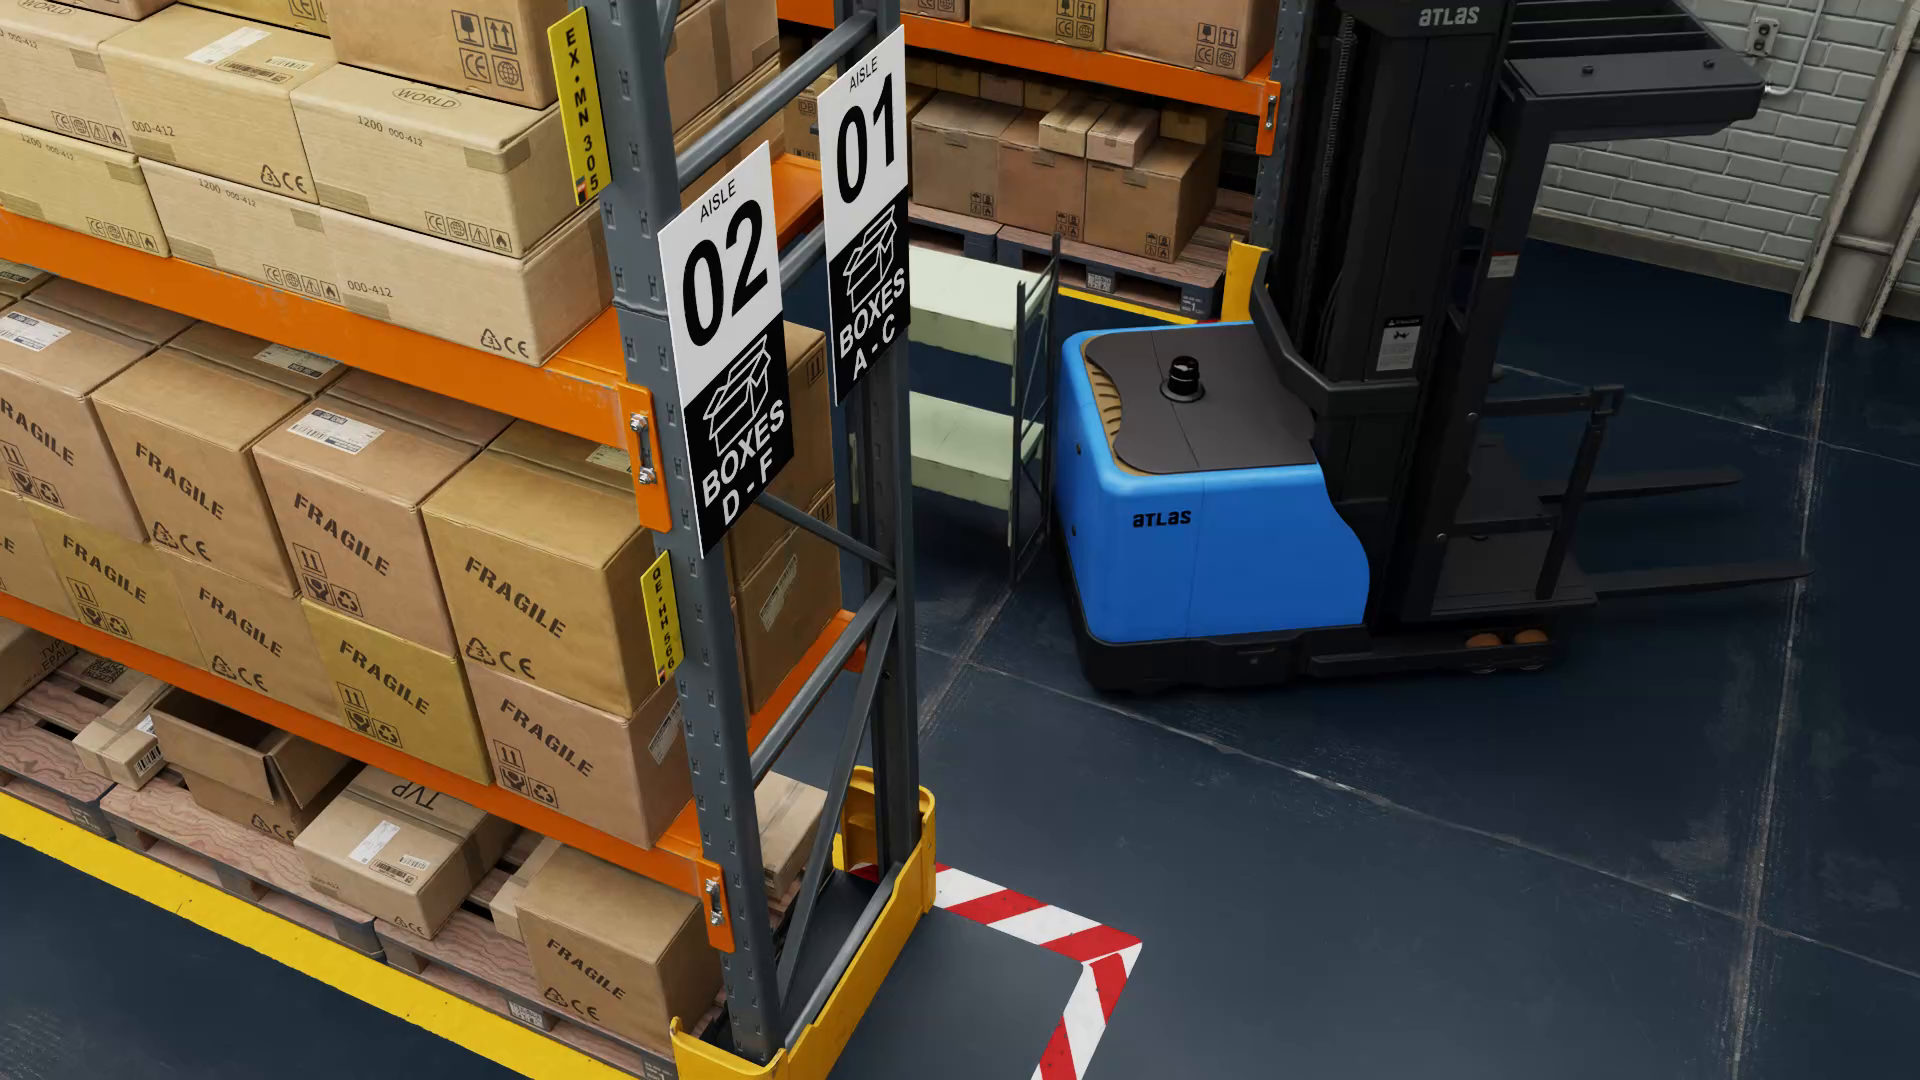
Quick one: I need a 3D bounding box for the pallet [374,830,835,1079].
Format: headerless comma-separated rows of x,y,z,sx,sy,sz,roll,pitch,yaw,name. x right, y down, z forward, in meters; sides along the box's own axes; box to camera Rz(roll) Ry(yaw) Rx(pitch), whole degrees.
-1.187,1.220,5.682,1.213,0.211,1.003,17,44,19,pallet

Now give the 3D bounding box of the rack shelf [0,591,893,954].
-2.208,0.125,5.365,4.000,0.370,1.077,17,44,19,rack shelf

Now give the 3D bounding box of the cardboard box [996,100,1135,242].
0.565,-2.021,8.880,0.500,0.500,0.700,17,44,19,cardboard box

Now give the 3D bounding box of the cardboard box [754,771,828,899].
-0.630,0.998,5.649,0.250,0.149,0.380,17,44,19,cardboard box

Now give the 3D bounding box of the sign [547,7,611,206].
-0.648,-0.737,2.844,0.005,0.325,0.100,17,44,19,sign

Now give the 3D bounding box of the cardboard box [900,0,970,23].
-0.122,-3.194,8.416,0.700,0.700,0.980,15,43,17,cardboard box

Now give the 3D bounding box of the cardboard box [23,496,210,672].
-2.295,-0.016,4.902,0.500,0.500,0.500,16,44,18,cardboard box

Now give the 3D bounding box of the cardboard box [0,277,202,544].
-2.311,-0.391,4.571,0.500,0.500,0.500,18,44,20,cardboard box

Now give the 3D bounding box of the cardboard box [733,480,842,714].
-0.686,0.090,4.780,0.500,0.500,0.500,18,44,20,cardboard box

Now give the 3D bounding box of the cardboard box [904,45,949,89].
-0.162,-2.632,9.090,0.250,0.149,0.380,16,43,18,cardboard box

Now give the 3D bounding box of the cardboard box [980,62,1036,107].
0.300,-2.491,8.927,0.250,0.149,0.380,18,44,19,cardboard box

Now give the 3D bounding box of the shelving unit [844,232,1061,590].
-0.043,-0.572,6.765,0.755,1.500,0.431,16,43,17,shelving unit

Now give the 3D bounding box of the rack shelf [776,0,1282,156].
-0.117,-2.816,8.758,4.000,0.370,1.077,17,44,19,rack shelf

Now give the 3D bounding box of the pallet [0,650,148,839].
-3.399,0.544,6.461,1.213,0.211,1.003,17,44,19,pallet

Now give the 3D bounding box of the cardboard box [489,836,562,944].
-1.322,1.141,5.470,0.250,0.166,0.380,17,44,19,cardboard box

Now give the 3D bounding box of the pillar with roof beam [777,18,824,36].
-2.750,-3.673,4.617,0.400,9.000,9.100,17,44,19,pillar with roof beam

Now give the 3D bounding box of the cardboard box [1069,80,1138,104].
0.757,-2.352,8.766,0.250,0.149,0.380,17,44,19,cardboard box

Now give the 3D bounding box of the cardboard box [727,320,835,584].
-0.686,-0.288,4.452,0.500,0.500,0.500,18,44,20,cardboard box

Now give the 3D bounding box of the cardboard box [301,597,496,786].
-1.388,0.265,4.578,0.500,0.500,0.500,17,44,19,cardboard box

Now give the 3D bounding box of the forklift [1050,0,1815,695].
1.940,-0.916,6.069,3.031,2.935,1.130,-4,41,-5,forklift

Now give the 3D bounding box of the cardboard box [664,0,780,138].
-0.751,-1.155,3.736,0.500,0.250,0.500,17,44,19,cardboard box

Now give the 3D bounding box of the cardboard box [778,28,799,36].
-1.295,-2.588,9.534,0.500,0.500,0.700,18,44,19,cardboard box

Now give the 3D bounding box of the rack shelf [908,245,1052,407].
-0.043,-0.867,6.510,0.720,0.370,0.431,16,43,17,rack shelf

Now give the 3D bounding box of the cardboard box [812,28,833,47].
-0.625,-2.774,9.253,0.250,0.149,0.380,16,43,17,cardboard box

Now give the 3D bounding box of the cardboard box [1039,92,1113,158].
0.593,-2.126,8.505,0.250,0.149,0.380,18,44,20,cardboard box

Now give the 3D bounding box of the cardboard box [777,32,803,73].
-1.062,-2.630,9.087,0.250,0.149,0.380,18,44,20,cardboard box

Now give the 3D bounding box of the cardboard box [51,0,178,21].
-1.784,-1.538,3.605,0.500,0.500,0.700,17,44,19,cardboard box

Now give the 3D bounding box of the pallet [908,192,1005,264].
-0.164,-1.994,9.390,1.213,0.211,1.003,17,44,19,pallet

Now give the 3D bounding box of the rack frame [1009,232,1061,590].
0.294,-0.479,6.657,0.023,1.500,0.400,16,43,17,rack frame

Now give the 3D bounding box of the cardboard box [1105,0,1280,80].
1.229,-2.783,7.941,0.700,0.700,0.980,19,44,21,cardboard box

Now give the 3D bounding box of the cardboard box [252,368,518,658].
-1.373,-0.108,4.245,0.500,0.500,0.500,18,44,20,cardboard box

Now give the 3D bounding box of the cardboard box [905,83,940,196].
-0.377,-2.304,9.205,0.500,0.500,0.700,18,44,20,cardboard box

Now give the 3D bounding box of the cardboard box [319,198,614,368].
-0.973,-0.656,3.540,0.500,0.250,0.500,17,44,19,cardboard box

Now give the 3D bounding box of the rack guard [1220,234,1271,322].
1.717,-1.583,8.695,0.348,0.500,1.175,17,44,19,rack guard

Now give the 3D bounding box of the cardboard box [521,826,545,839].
-1.222,0.822,5.774,0.500,0.250,0.500,17,44,19,cardboard box

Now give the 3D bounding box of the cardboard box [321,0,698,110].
-0.868,-1.275,3.300,0.500,0.500,0.700,17,44,19,cardboard box

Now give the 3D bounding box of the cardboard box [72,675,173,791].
-2.944,0.682,6.000,0.250,0.166,0.380,17,44,19,cardboard box

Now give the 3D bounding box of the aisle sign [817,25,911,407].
-0.210,-0.731,3.818,0.004,0.787,0.394,17,44,19,aisle sign

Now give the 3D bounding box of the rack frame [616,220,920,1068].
-0.396,0.407,4.490,0.127,3.000,1.000,17,44,19,rack frame

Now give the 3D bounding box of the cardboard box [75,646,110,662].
-3.384,0.067,6.455,0.500,0.500,0.500,17,44,19,cardboard box

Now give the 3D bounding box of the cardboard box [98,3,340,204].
-1.422,-0.988,3.542,0.500,0.250,0.500,17,44,19,cardboard box

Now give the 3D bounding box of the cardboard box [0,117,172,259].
-1.880,-0.931,3.859,0.500,0.250,0.500,17,44,19,cardboard box
